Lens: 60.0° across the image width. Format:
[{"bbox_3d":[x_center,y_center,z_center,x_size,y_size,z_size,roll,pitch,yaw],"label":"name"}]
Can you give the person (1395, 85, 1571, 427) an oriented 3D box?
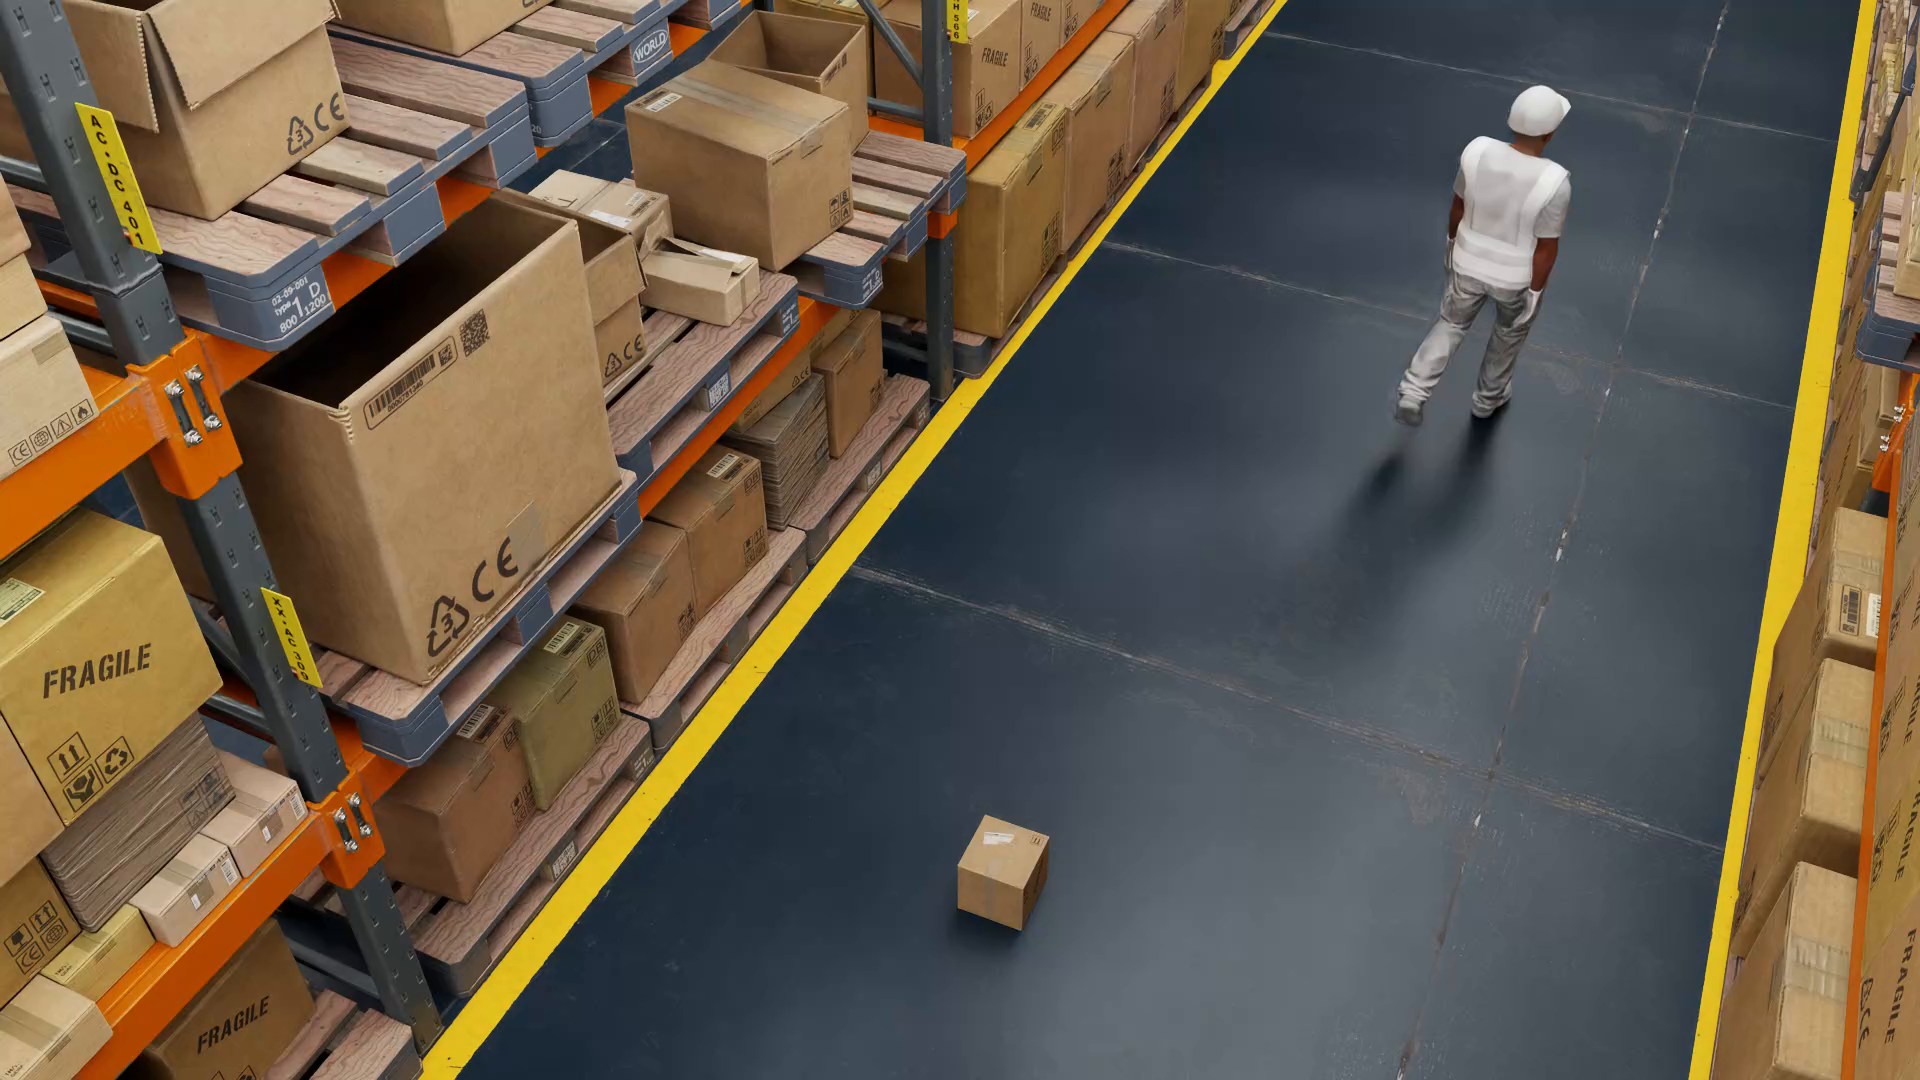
[{"bbox_3d":[2.404,-1.228,7.506,0.554,1.761,0.834,29,49,29],"label":"person"}]
